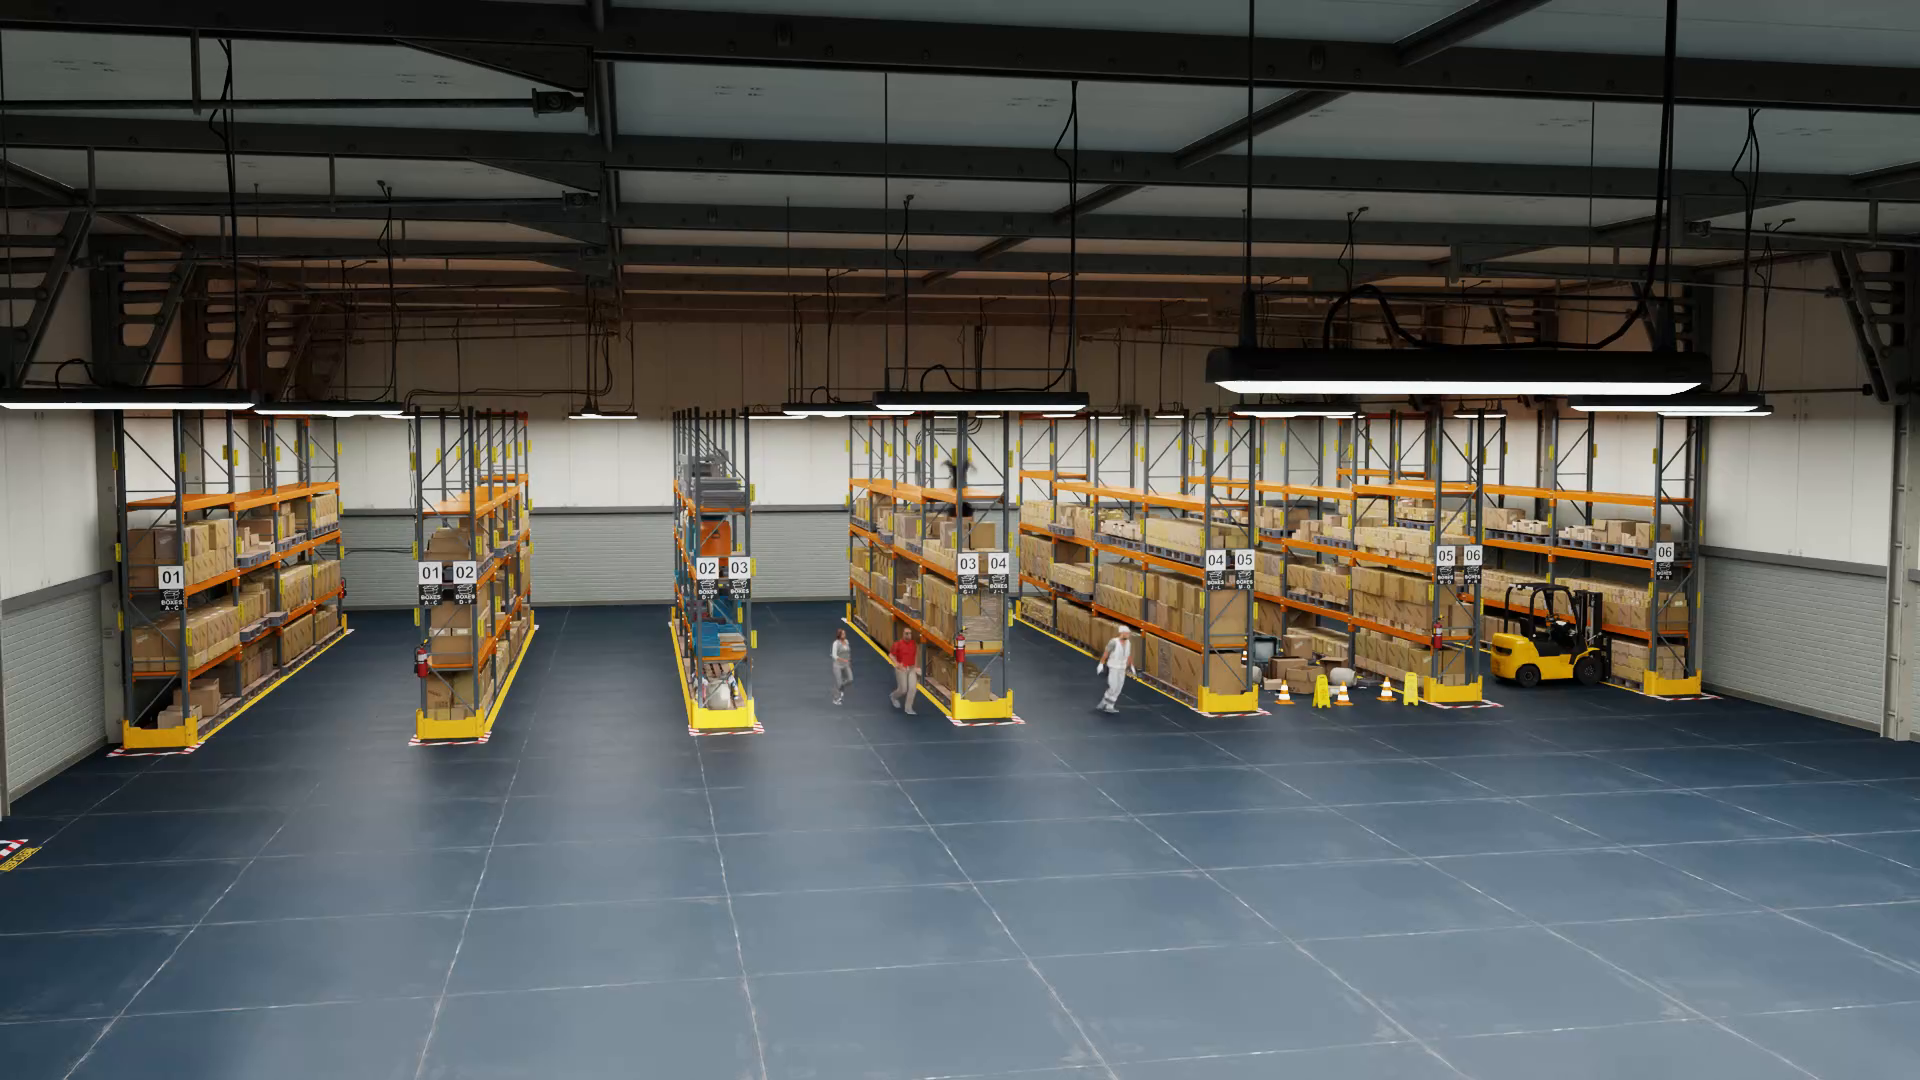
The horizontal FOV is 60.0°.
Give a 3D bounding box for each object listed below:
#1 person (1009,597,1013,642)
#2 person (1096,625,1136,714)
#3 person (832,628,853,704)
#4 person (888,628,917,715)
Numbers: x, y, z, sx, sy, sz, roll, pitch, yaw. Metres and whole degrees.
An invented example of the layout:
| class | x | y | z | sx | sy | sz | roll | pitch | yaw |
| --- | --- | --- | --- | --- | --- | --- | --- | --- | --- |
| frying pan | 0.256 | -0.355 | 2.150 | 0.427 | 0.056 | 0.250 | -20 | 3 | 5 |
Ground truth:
| class | x | y | z | sx | sy | sz | roll | pitch | yaw |
| --- | --- | --- | --- | --- | --- | --- | --- | --- | --- |
| person | 0.965 | 2.096 | 40.174 | 0.632 | 1.630 | 1.000 | -2 | 5 | -30 |
| person | 3.072 | 2.534 | 32.626 | 0.686 | 1.752 | 0.574 | -3 | 5 | -35 |
| person | -2.364 | 2.557 | 33.532 | 0.509 | 1.555 | 0.638 | -3 | 5 | -38 |
| person | -1.104 | 2.559 | 32.657 | 0.679 | 1.693 | 0.804 | -3 | 5 | -32 |
